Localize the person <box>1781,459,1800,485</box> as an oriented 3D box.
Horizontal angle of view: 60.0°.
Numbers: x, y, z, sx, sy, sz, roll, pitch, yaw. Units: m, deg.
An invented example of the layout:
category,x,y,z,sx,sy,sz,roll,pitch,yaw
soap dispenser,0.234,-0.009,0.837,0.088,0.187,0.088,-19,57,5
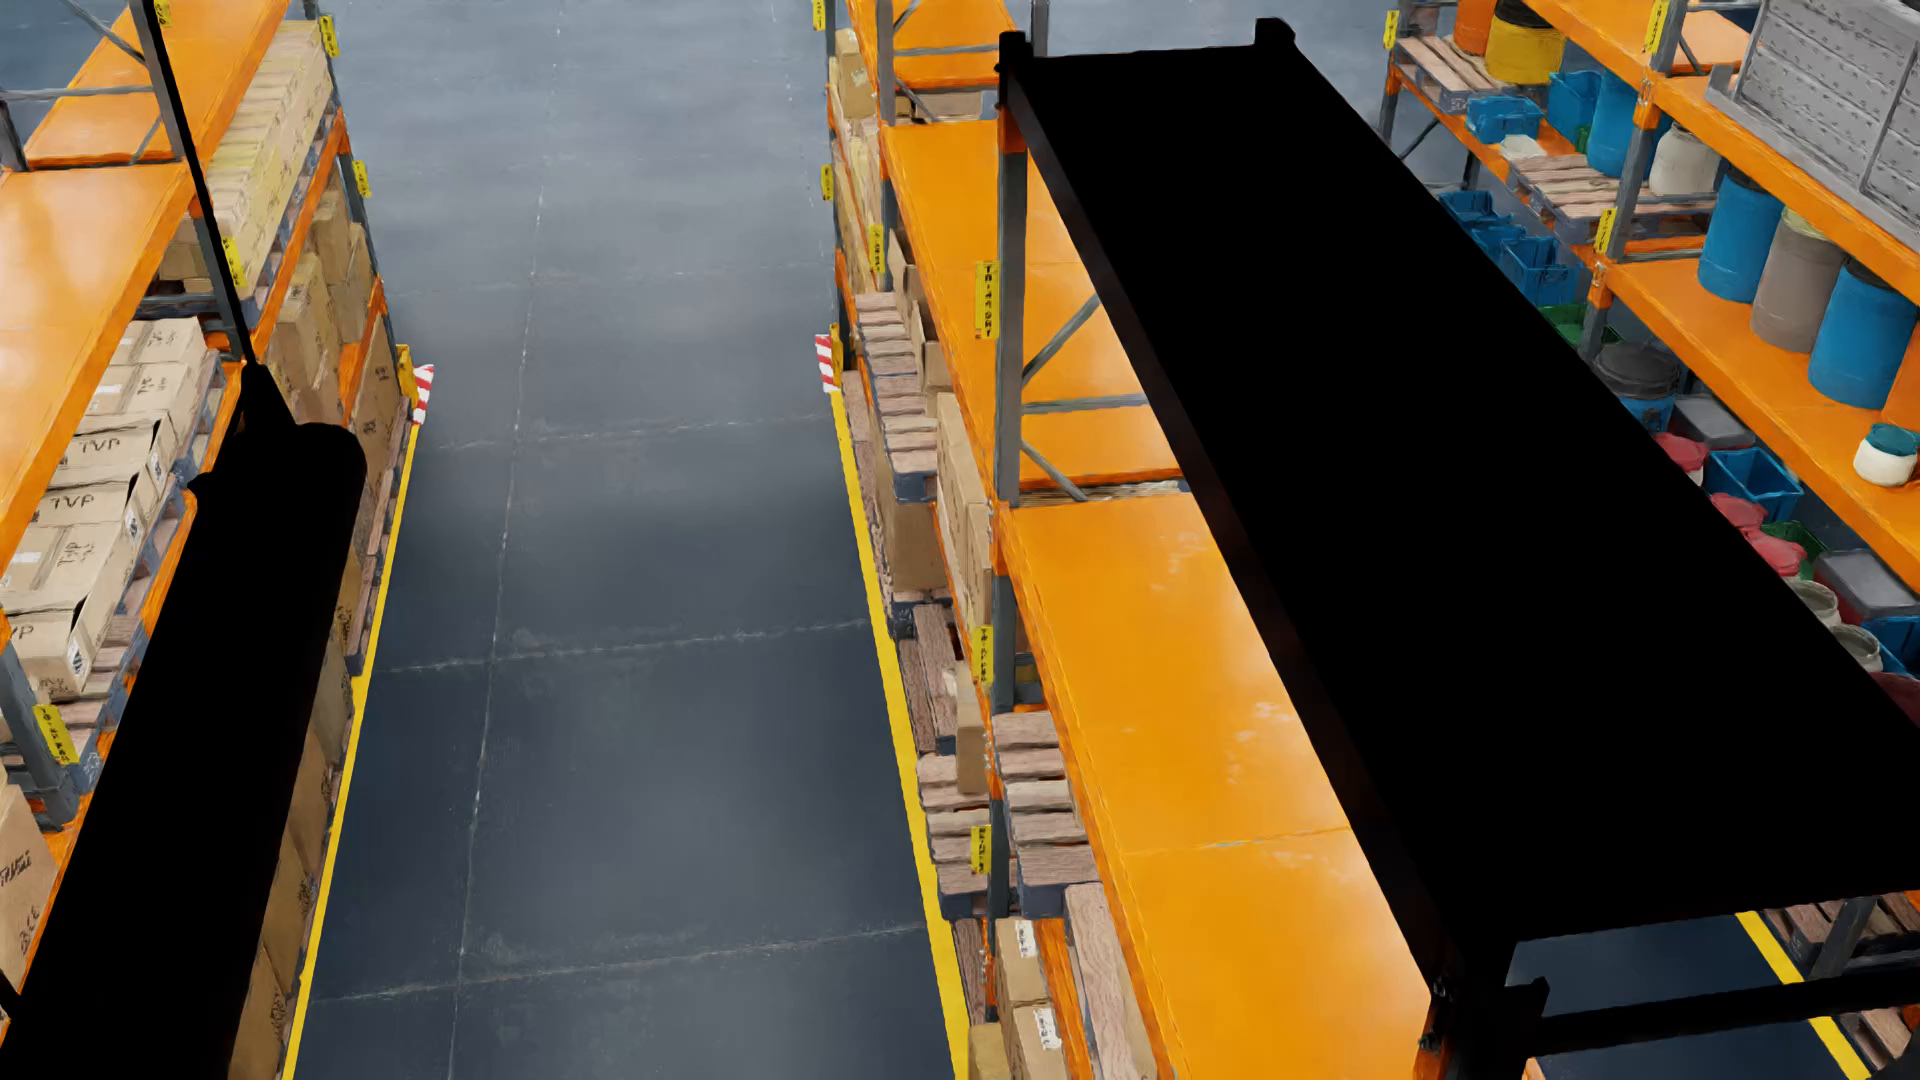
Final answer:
category,x,y,z,sx,sy,sz,roll,pitch,yaw
person,6.793,-1.306,13.870,0.497,1.580,1.091,-7,37,-9
